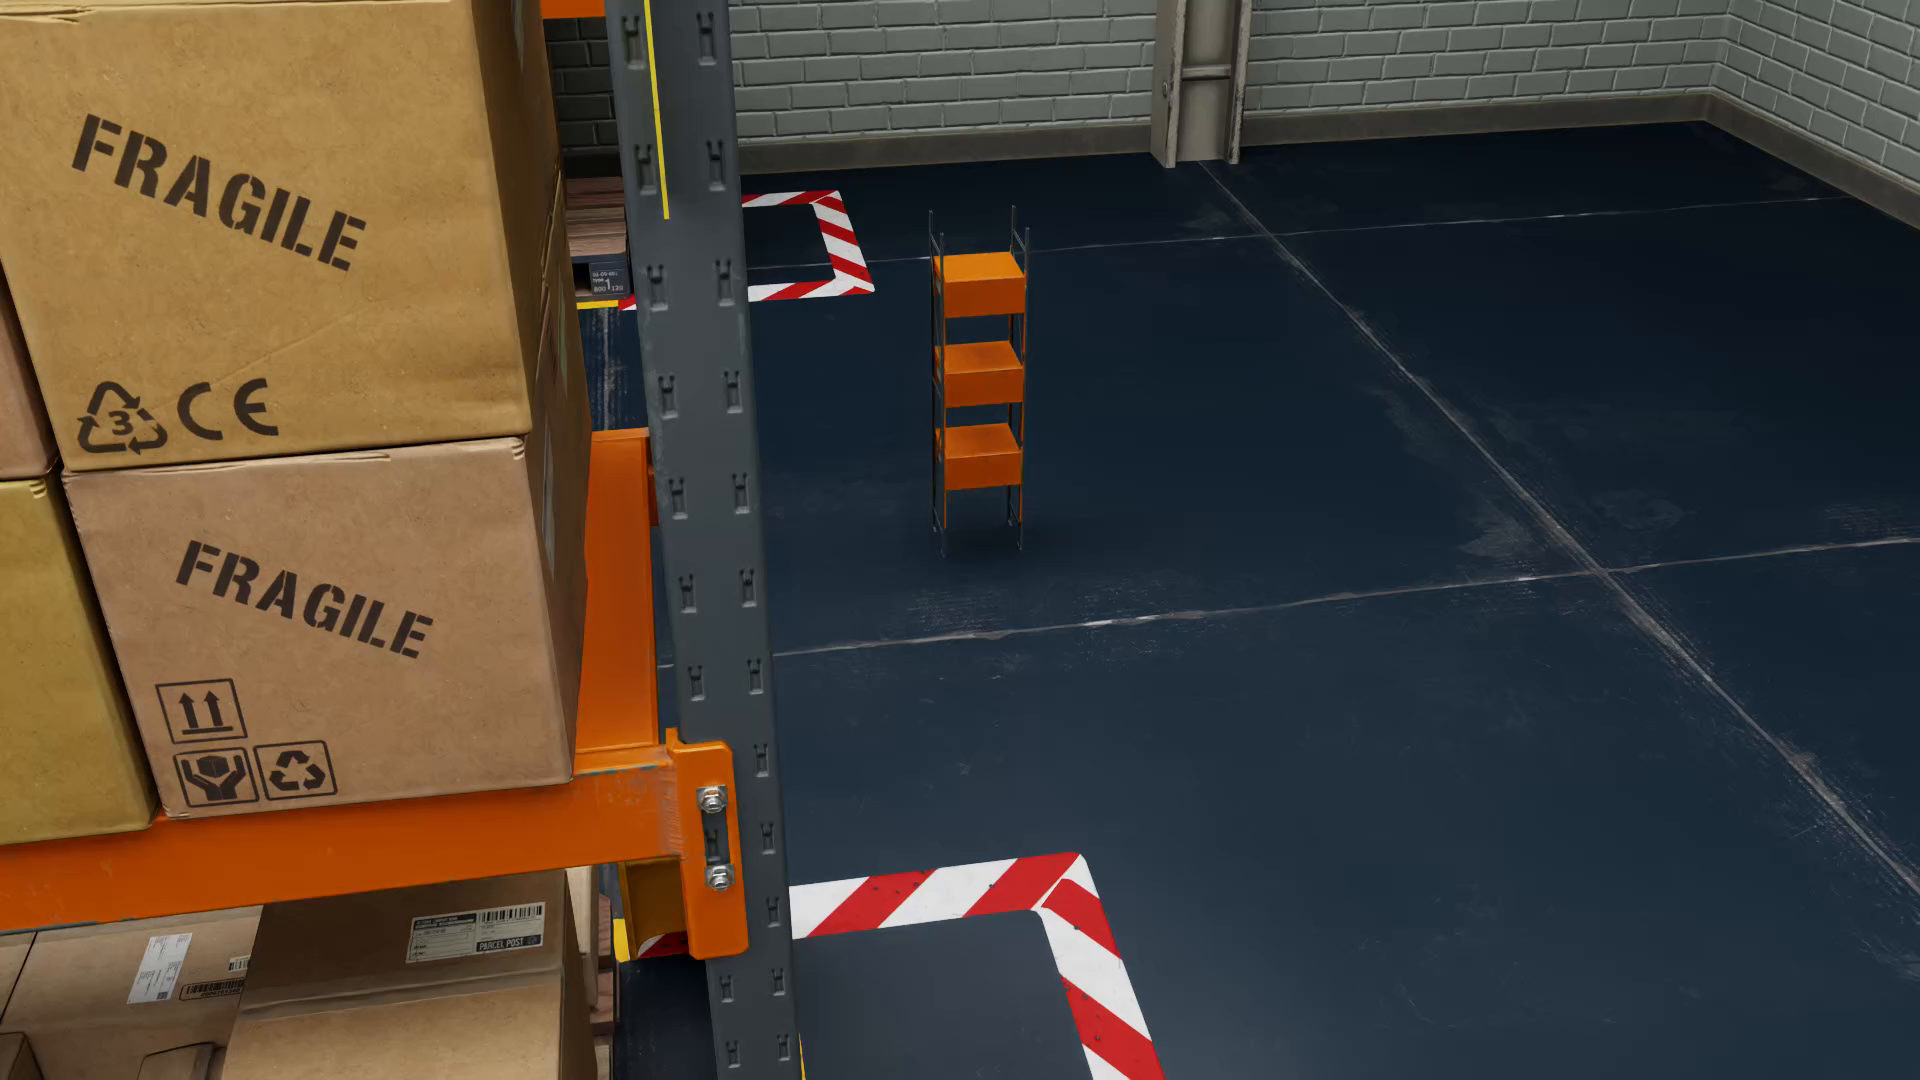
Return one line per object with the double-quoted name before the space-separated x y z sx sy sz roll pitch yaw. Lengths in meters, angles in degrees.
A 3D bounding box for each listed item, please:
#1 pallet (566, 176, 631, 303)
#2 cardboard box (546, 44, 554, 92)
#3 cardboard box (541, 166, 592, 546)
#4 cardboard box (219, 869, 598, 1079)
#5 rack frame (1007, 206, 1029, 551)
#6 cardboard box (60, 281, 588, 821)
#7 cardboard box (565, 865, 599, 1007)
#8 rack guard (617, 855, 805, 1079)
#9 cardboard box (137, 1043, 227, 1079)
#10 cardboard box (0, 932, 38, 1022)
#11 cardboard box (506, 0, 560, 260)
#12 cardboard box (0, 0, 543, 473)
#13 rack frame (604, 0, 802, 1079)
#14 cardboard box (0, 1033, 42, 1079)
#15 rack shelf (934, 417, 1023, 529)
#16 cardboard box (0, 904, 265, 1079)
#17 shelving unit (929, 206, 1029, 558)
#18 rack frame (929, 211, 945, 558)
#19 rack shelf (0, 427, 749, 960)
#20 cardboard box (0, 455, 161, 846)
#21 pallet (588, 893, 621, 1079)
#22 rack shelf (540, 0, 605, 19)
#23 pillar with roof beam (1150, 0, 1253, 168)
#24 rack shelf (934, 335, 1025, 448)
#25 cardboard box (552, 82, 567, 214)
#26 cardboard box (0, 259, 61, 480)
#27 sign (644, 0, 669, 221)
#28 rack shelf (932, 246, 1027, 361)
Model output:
"pallet" -2.060 -1.292 7.240 1.213 0.211 1.003 -5 31 -9
"cardboard box" -1.871 -1.987 7.082 0.250 0.149 0.380 -5 31 -9
"cardboard box" -0.876 -0.271 2.653 0.500 0.500 0.500 -5 31 -8
"cardboard box" -0.882 0.923 2.753 0.500 0.500 0.500 -5 31 -9
"rack frame" 0.173 -0.469 5.011 0.008 1.050 0.200 -5 31 -9
"cardboard box" -0.783 -0.004 2.198 0.500 0.500 0.500 -4 31 -7
"cardboard box" -0.865 0.769 3.361 0.250 0.149 0.380 -5 31 -9
"rack guard" -0.466 0.947 3.146 0.348 0.500 1.175 -5 31 -9
"cardboard box" -1.297 1.059 2.851 0.250 0.166 0.380 -5 31 -9
"cardboard box" -1.961 0.858 3.110 0.500 0.250 0.500 -5 31 -9
"cardboard box" -0.876 -0.702 2.400 0.500 0.500 0.500 -4 31 -7
"cardboard box" -0.780 -0.433 1.943 0.500 0.500 0.500 -6 31 -9
"rack frame" -0.392 -0.137 2.524 0.127 3.000 1.000 -5 31 -9
"cardboard box" -1.822 1.103 2.694 0.500 0.250 0.500 -5 31 -9
"rack shelf" 0.053 -0.209 5.138 0.240 0.259 0.215 -5 31 -9
"cardboard box" -1.469 0.812 3.188 0.500 0.250 0.500 -5 31 -9
"shelving unit" 0.053 -0.457 4.992 0.252 1.050 0.215 -5 31 -9
"rack frame" -0.067 -0.446 4.973 0.008 1.050 0.200 -5 31 -9
"rack shelf" -2.359 0.356 2.396 4.000 0.370 1.077 -5 31 -9
"cardboard box" -1.293 0.045 2.115 0.500 0.500 0.500 -5 31 -8
"pallet" -1.250 1.145 3.094 1.213 0.211 1.003 -5 31 -9
"rack shelf" -3.255 -2.114 6.595 4.000 0.370 1.077 -5 31 -9
"pillar with roof beam" 1.988 -3.724 2.705 0.400 9.000 9.100 -5 31 -9
"rack shelf" 0.053 -0.448 4.998 0.240 0.259 0.215 -5 31 -9
"cardboard box" -1.958 -1.596 7.057 0.500 0.500 0.700 -5 31 -9
"cardboard box" -1.277 -0.387 1.864 0.500 0.500 0.500 -4 31 -8
"sign" -0.311 -0.494 1.677 0.005 0.325 0.100 -5 31 -9
"rack shelf" 0.053 -0.693 4.854 0.240 0.259 0.215 -5 31 -9
